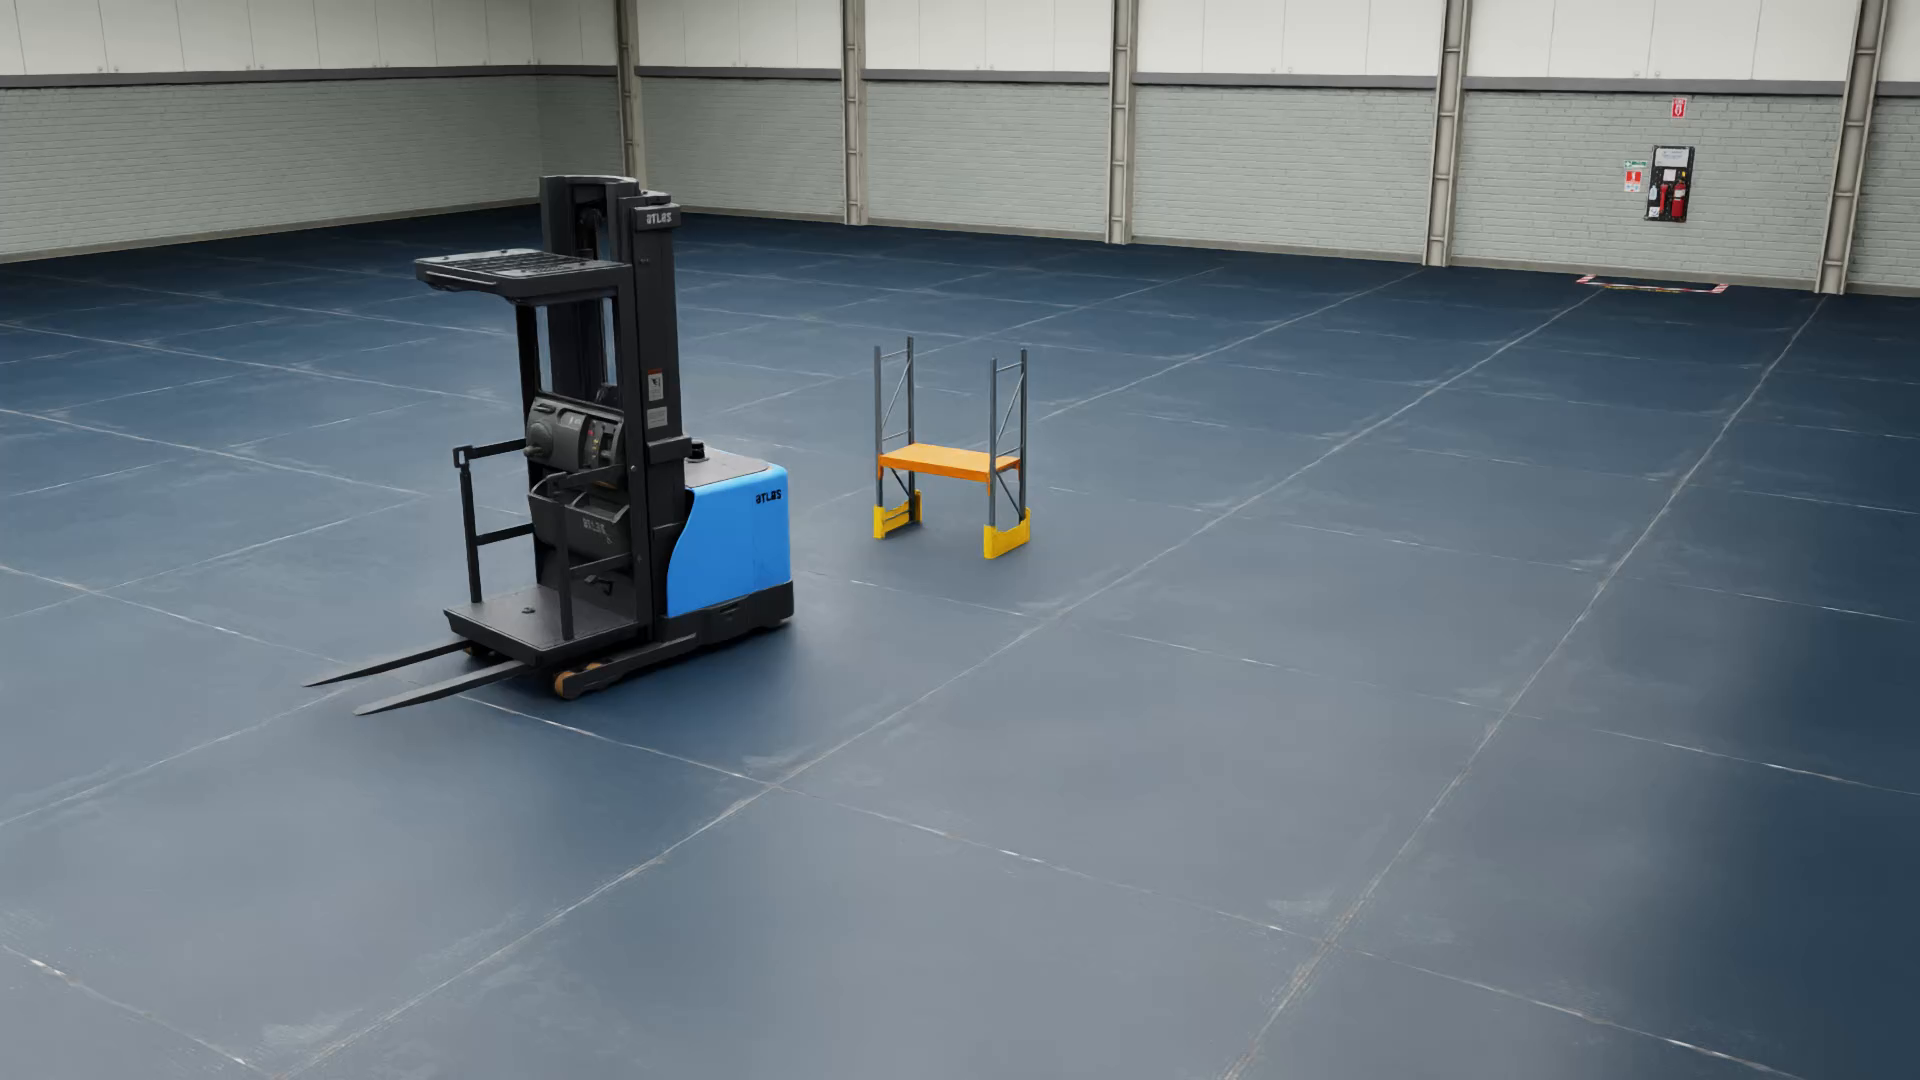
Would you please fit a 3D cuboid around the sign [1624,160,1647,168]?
[{"bbox_3d":[10.700,-5.955,26.351,0.331,0.109,0.001,10,20,30],"label":"sign"}]

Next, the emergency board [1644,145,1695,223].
[{"bbox_3d":[11.118,-5.577,26.082,0.643,1.169,0.194,10,20,30],"label":"emergency board"}]

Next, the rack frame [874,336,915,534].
[{"bbox_3d":[-0.506,-0.808,12.960,0.032,1.500,0.500,10,20,30],"label":"rack frame"}]

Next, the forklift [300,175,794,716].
[{"bbox_3d":[-2.472,-0.630,9.911,1.130,2.935,3.031,15,23,41],"label":"forklift"}]

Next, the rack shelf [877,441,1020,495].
[{"bbox_3d":[-0.073,-0.558,12.758,1.000,0.185,0.538,10,20,30],"label":"rack shelf"}]

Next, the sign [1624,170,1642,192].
[{"bbox_3d":[10.701,-5.704,26.438,0.234,0.329,0.001,10,20,30],"label":"sign"}]

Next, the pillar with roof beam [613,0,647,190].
[{"bbox_3d":[-9.500,-10.647,32.449,0.400,9.000,9.100,10,20,30],"label":"pillar with roof beam"}]

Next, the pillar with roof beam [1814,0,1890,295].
[{"bbox_3d":[10.951,-6.996,20.431,0.400,9.000,9.100,10,20,30],"label":"pillar with roof beam"}]

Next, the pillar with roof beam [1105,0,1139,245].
[{"bbox_3d":[0.726,-8.822,26.440,0.400,9.000,9.100,10,20,30],"label":"pillar with roof beam"}]

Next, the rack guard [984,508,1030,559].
[{"bbox_3d":[0.359,-0.055,12.634,0.087,0.250,0.587,10,20,30],"label":"rack guard"}]

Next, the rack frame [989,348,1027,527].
[{"bbox_3d":[0.360,-0.653,12.451,0.032,1.500,0.500,10,20,30],"label":"rack frame"}]

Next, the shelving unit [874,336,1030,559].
[{"bbox_3d":[-0.065,-0.729,12.701,1.083,1.500,0.587,10,20,30],"label":"shelving unit"}]

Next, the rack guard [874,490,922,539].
[{"bbox_3d":[-0.489,-0.207,13.132,0.087,0.250,0.587,10,20,30],"label":"rack guard"}]

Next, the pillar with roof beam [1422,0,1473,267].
[{"bbox_3d":[5.838,-7.909,23.436,0.400,9.000,9.100,10,20,30],"label":"pillar with roof beam"}]

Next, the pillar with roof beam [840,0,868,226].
[{"bbox_3d":[-4.387,-9.734,29.445,0.400,9.000,9.100,10,20,30],"label":"pillar with roof beam"}]

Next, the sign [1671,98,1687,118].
[{"bbox_3d":[11.163,-6.713,25.830,0.199,0.298,0.001,10,20,30],"label":"sign"}]

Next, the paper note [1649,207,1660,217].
[{"bbox_3d":[11.003,-5.200,26.355,0.142,0.148,0.016,10,20,30],"label":"paper note"}]
